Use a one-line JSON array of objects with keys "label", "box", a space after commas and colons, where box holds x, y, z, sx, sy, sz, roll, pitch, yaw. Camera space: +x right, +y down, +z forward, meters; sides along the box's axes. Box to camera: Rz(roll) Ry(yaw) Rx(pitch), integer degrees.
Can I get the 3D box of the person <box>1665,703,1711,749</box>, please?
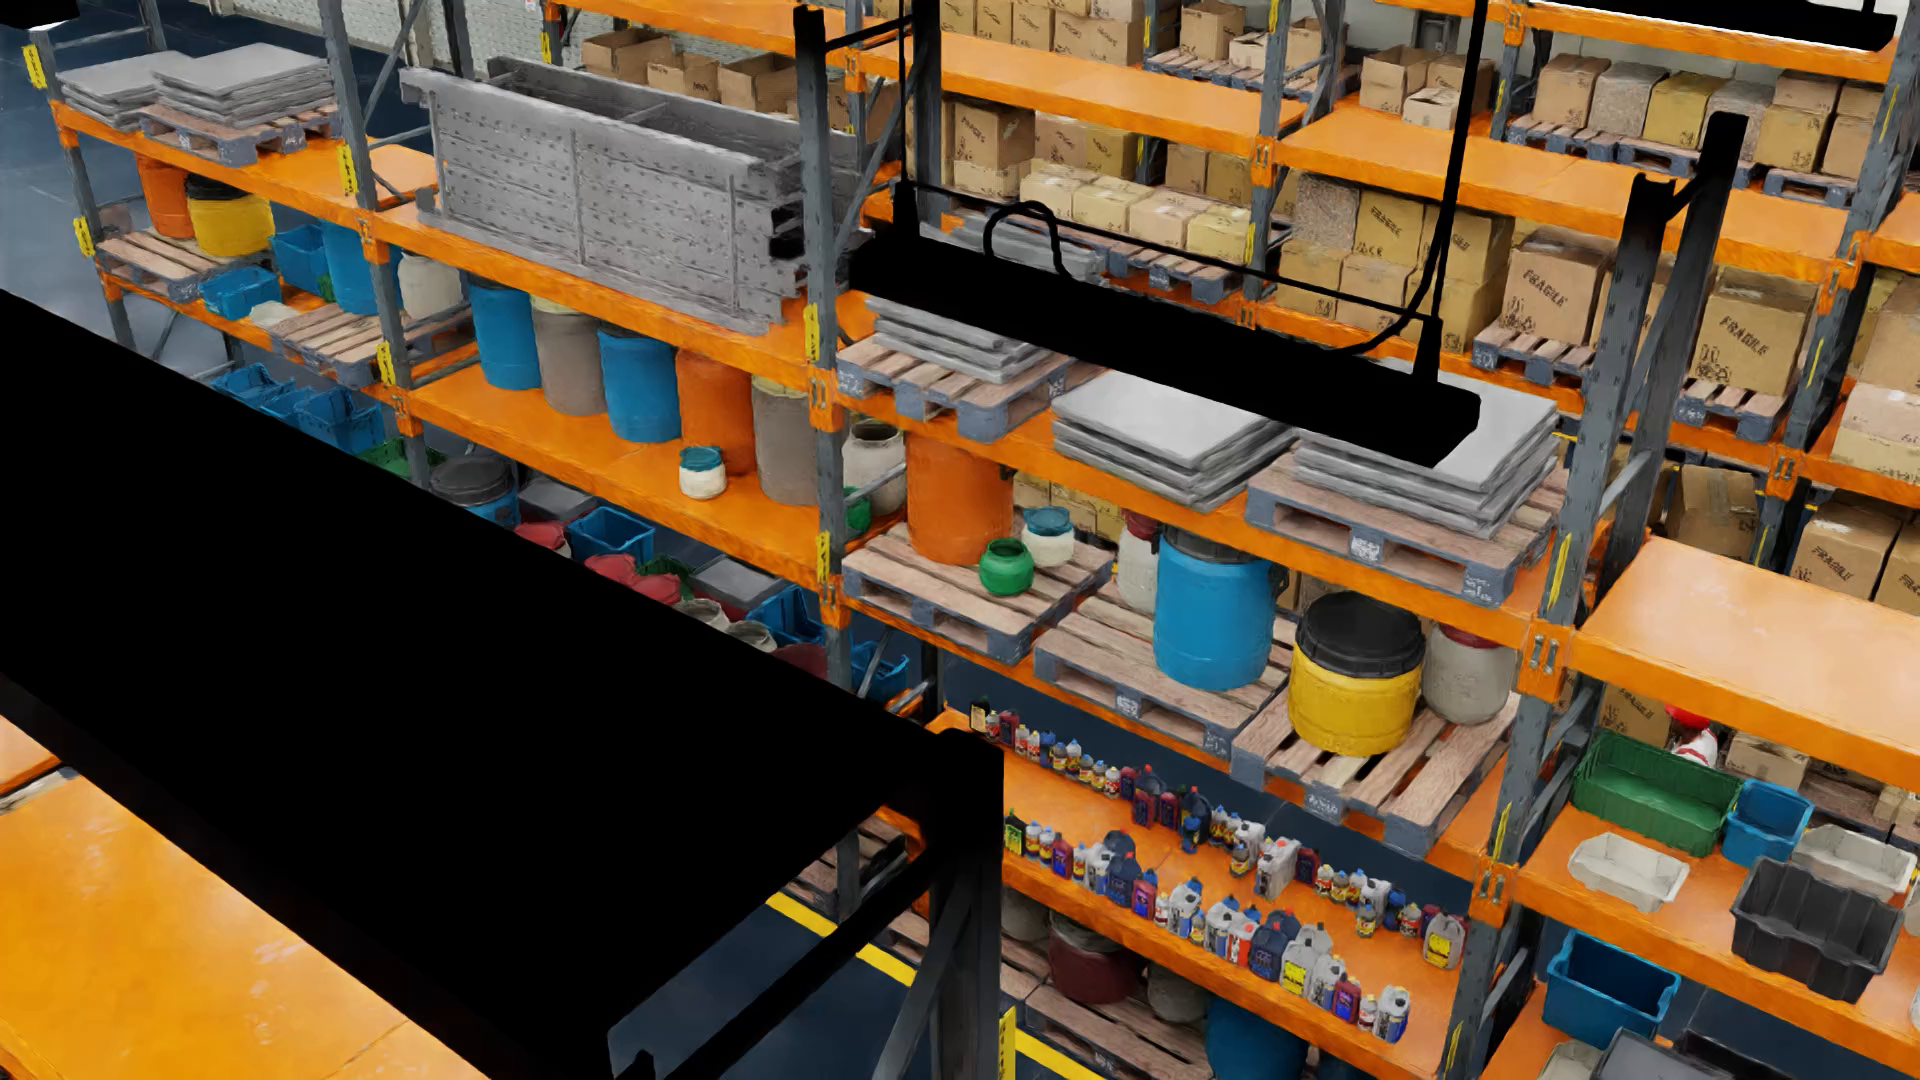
[{"label": "person", "box": [4.613, 1.389, 10.564, 0.406, 0.901, 0.533, 23, 38, 33]}]
